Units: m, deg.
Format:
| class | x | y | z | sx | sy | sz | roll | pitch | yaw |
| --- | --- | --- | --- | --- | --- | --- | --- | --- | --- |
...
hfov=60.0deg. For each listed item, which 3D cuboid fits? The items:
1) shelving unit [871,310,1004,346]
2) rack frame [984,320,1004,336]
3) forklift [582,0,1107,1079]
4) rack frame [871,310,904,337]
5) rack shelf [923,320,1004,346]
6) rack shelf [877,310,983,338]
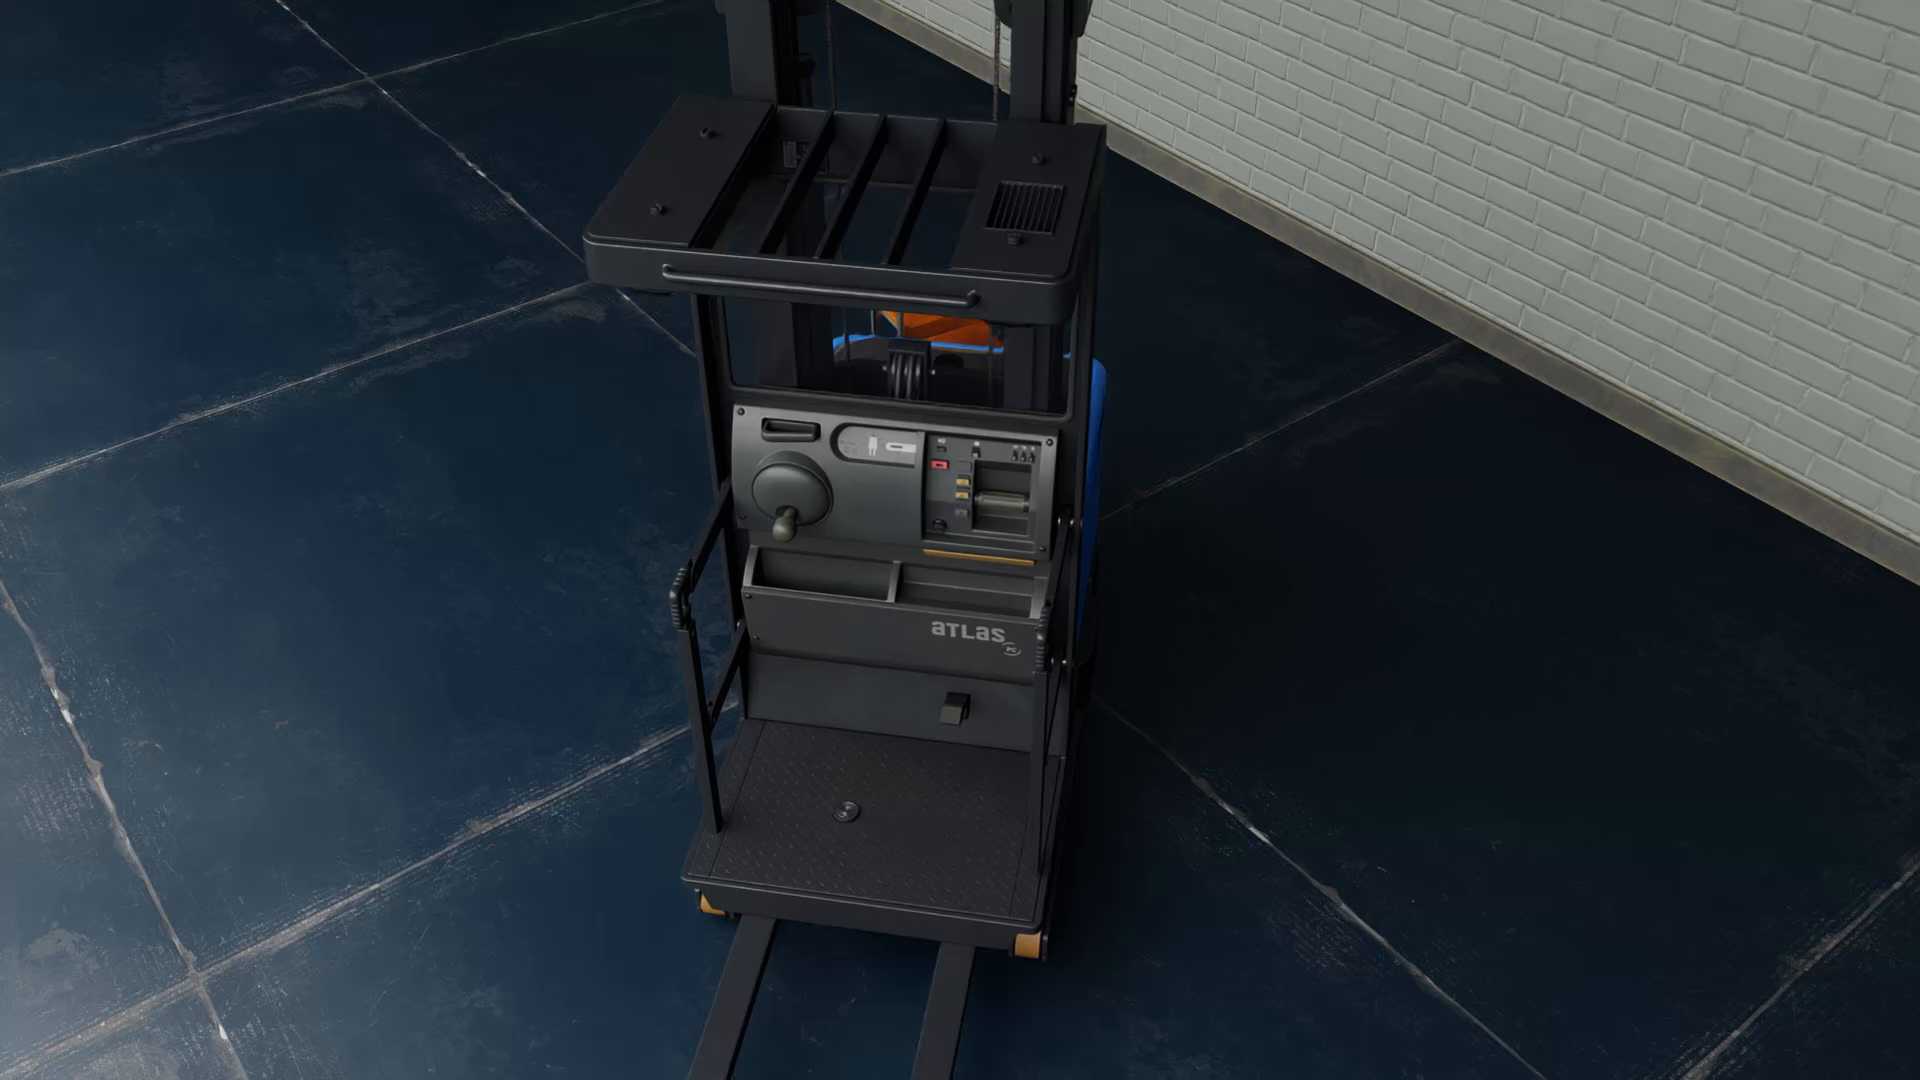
| class | x | y | z | sx | sy | sz | roll | pitch | yaw |
| --- | --- | --- | --- | --- | --- | --- | --- | --- | --- |
| shelving unit | -0.054 | -0.550 | 6.475 | 0.503 | 1.200 | 0.258 | -19 | 43 | -22 |
| rack frame | 0.159 | -0.626 | 6.566 | 0.015 | 1.200 | 0.240 | -19 | 43 | -22 |
| forklift | -0.224 | -0.087 | 4.545 | 1.130 | 2.935 | 3.031 | 6 | 40 | 7 |
| rack frame | -0.267 | -0.475 | 6.383 | 0.015 | 1.200 | 0.240 | -19 | 43 | -22 |
| rack shelf | -0.054 | -0.671 | 6.375 | 0.480 | 0.148 | 0.258 | -19 | 43 | -22 |
| rack shelf | -0.054 | -0.854 | 6.225 | 0.480 | 0.148 | 0.258 | -19 | 43 | -22 |
